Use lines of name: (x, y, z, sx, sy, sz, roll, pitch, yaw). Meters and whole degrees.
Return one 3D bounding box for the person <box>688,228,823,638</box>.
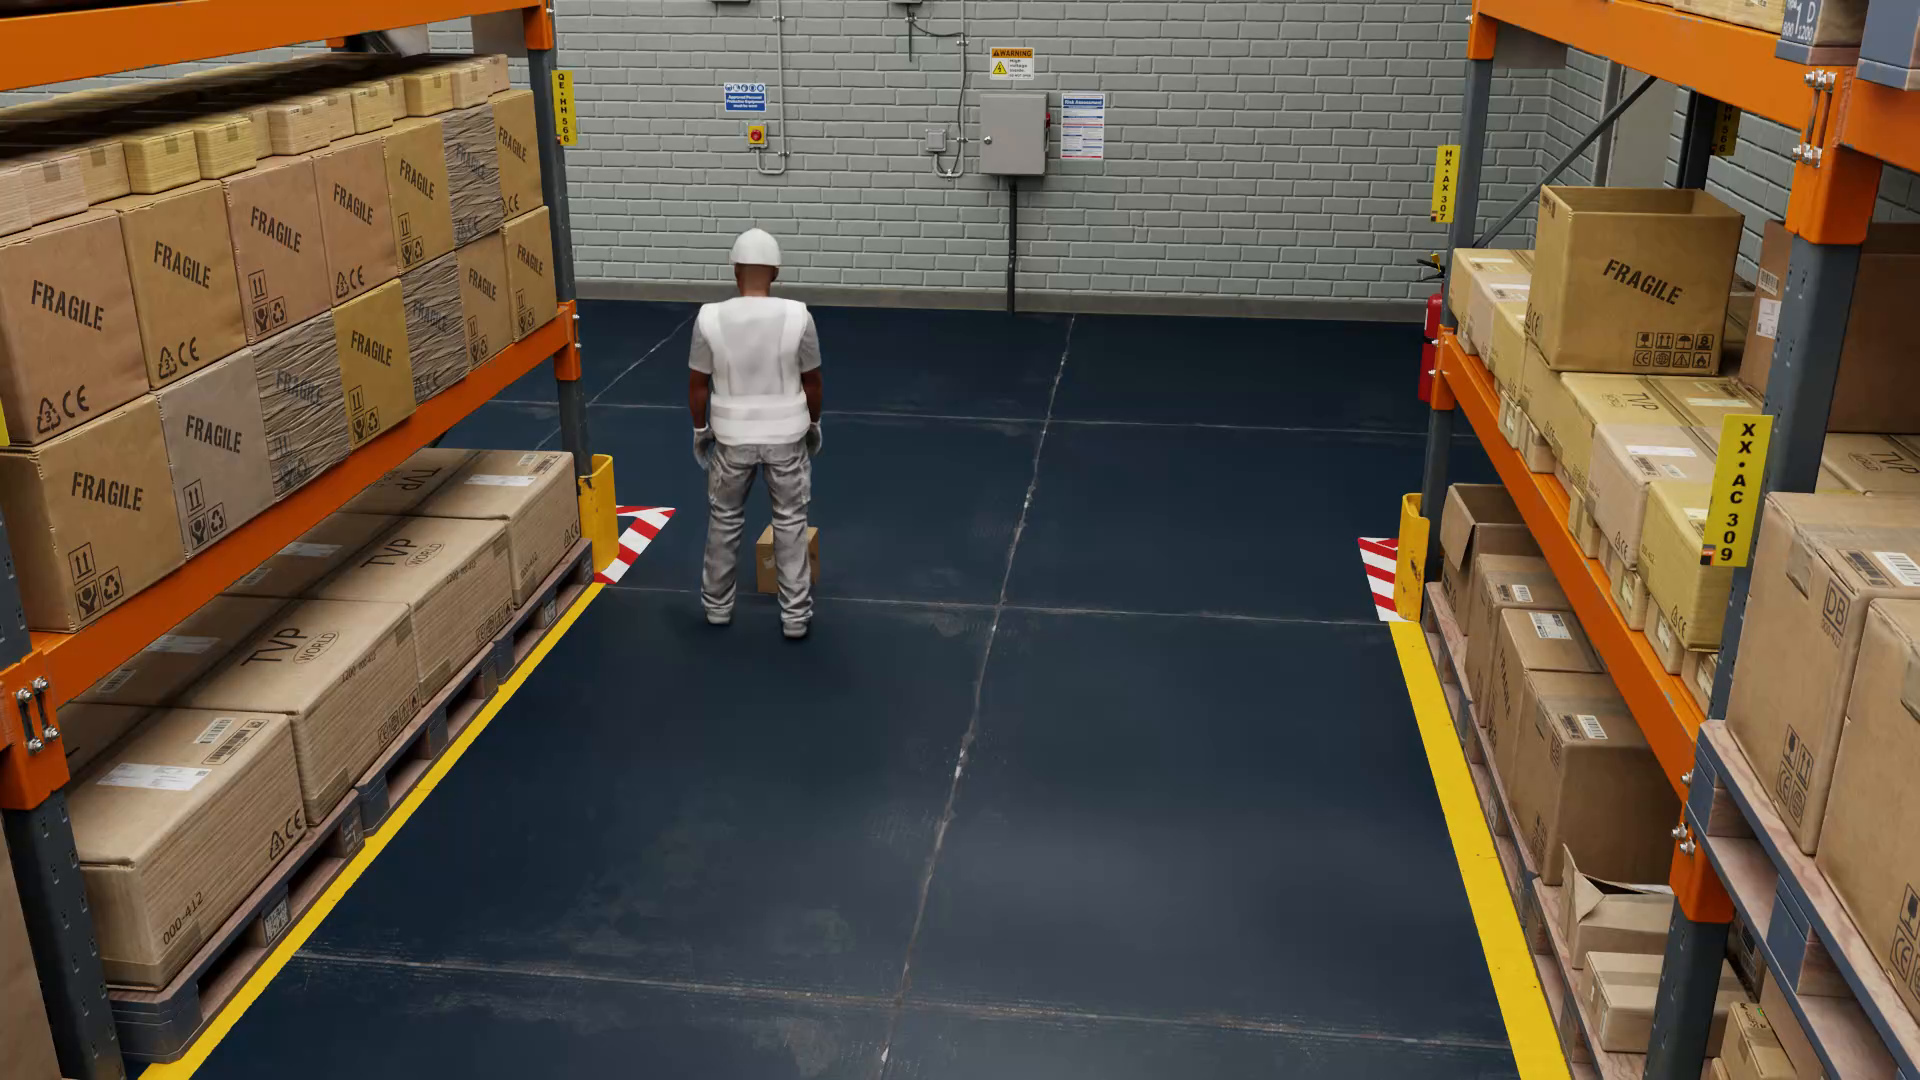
person: (-0.881, -0.462, 7.248, 0.581, 1.796, 0.487, -1, 21, -3)
